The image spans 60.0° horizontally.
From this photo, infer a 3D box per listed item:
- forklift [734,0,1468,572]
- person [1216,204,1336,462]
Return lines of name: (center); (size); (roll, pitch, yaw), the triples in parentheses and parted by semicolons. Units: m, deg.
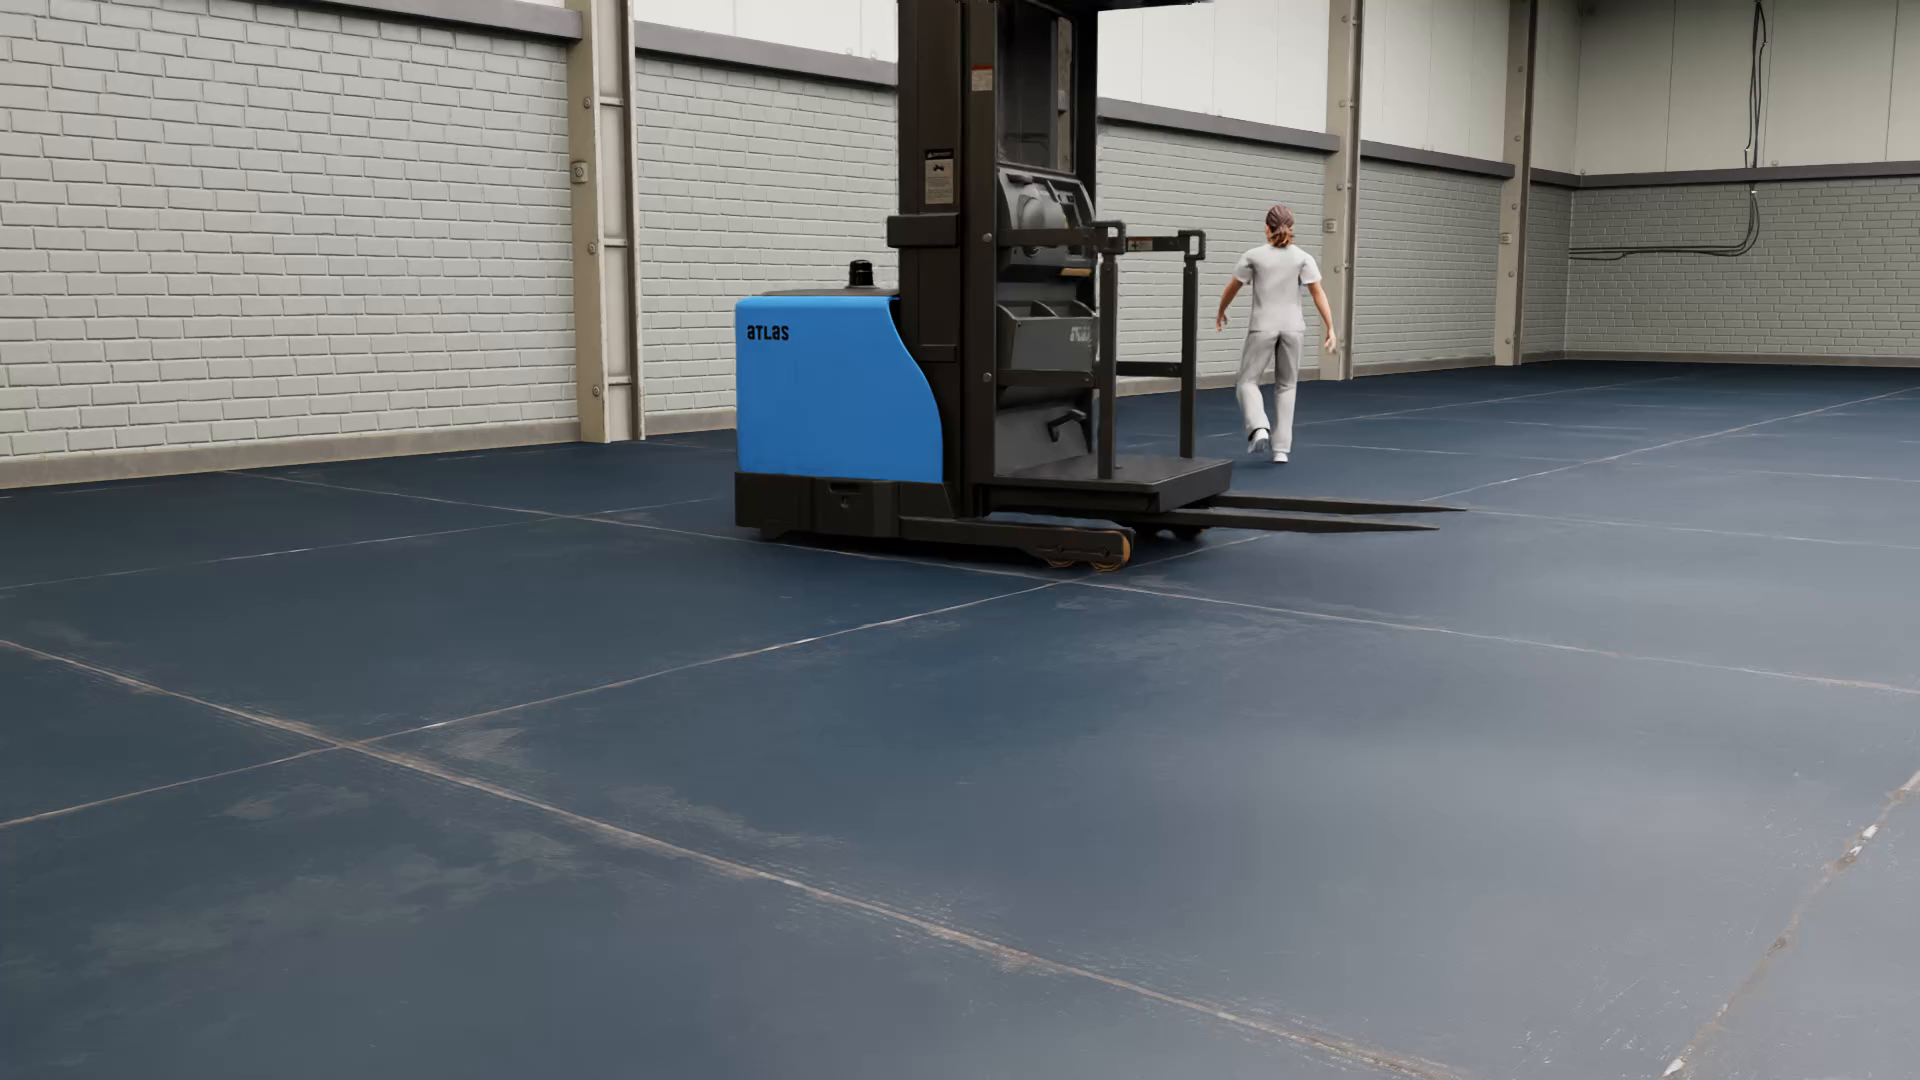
forklift: (0.556, -1.412, 6.935); (3.031, 2.935, 1.130); (4, 9, 26)
person: (2.036, -1.317, 10.702); (0.718, 1.660, 0.620); (0, 8, 2)
